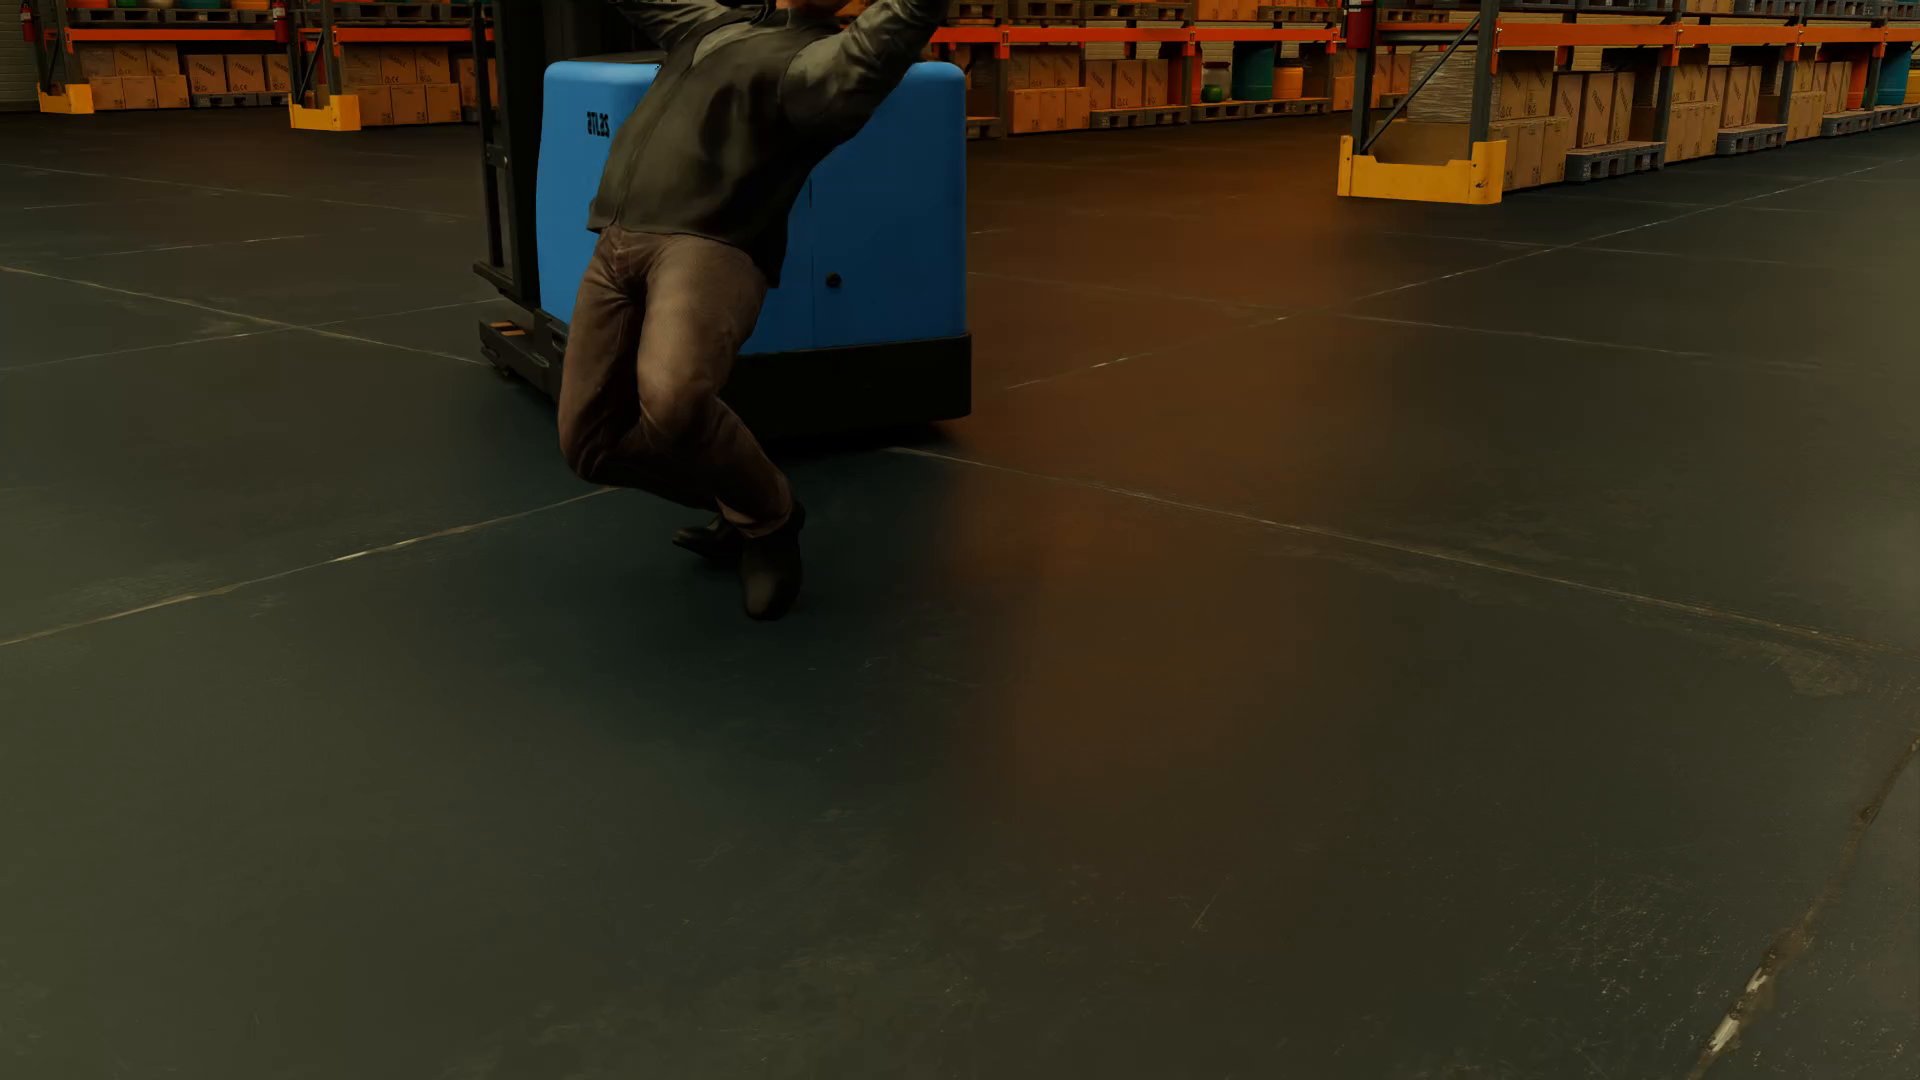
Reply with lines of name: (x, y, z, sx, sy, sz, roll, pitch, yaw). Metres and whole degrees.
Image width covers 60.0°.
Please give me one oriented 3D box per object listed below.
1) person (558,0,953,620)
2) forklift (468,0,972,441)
person: (-0.401, -0.648, 3.333, 1.015, 1.631, 0.786, 15, 23, 41)
forklift: (-1.080, -2.024, 5.563, 1.130, 2.935, 3.031, -8, 19, -26)
